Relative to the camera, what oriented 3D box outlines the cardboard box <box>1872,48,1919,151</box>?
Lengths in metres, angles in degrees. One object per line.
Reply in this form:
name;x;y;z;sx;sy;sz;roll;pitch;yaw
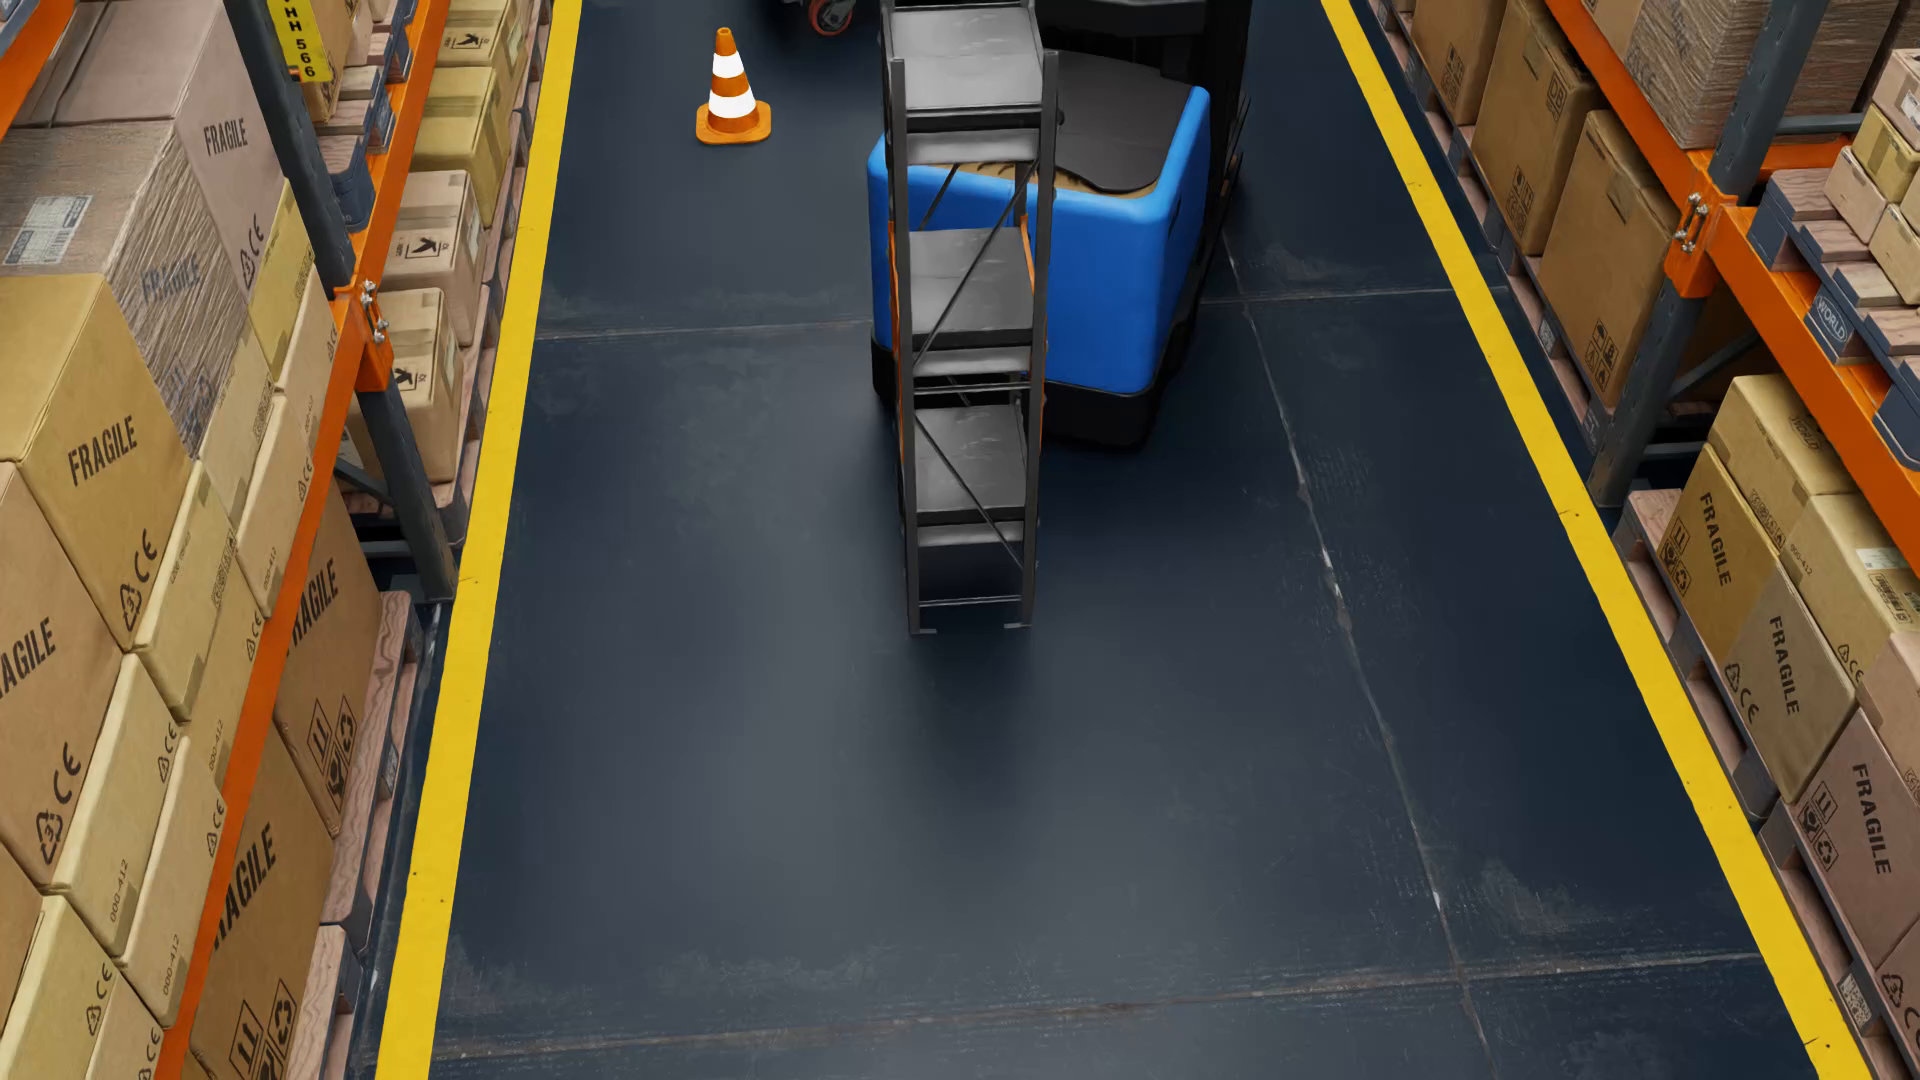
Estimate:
cardboard box;2.580;-1.126;4.224;0.380;0.149;0.250;-3;47;-3

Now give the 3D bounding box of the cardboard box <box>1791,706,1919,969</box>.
cardboard box;2.633;0.764;4.393;0.500;0.500;0.500;-5;47;-4

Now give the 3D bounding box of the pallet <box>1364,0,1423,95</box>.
pallet;2.539;-2.594;8.062;1.003;0.211;1.213;-3;47;-3

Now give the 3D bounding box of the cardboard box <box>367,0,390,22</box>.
cardboard box;-2.001;-1.751;5.226;0.380;0.149;0.250;-3;47;-3

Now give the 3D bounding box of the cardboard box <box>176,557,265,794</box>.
cardboard box;-1.804;0.297;3.506;0.500;0.250;0.500;-4;47;-4

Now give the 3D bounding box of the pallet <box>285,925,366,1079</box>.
pallet;-2.100;1.576;4.112;1.003;0.211;1.213;-3;47;-3

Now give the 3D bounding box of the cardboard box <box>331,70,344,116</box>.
cardboard box;-2.022;-1.350;4.846;0.380;0.149;0.250;-6;47;-6

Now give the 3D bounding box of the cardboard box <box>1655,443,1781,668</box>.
cardboard box;2.540;0.030;5.088;0.500;0.500;0.500;-5;47;-5

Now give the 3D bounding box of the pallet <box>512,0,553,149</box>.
pallet;-2.458;-2.211;7.698;1.003;0.211;1.213;-3;47;-3

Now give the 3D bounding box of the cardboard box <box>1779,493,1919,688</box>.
cardboard box;2.593;0.125;4.482;0.500;0.250;0.500;-4;47;-4

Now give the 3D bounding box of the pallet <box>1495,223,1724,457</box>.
pallet;2.744;-0.829;6.390;1.003;0.211;1.213;-3;47;-3

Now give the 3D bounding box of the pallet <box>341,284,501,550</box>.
pallet;-2.254;-0.445;6.026;1.003;0.211;1.213;-3;47;-3

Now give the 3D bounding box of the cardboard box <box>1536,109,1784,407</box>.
cardboard box;2.773;-1.030;5.919;1.050;0.750;0.750;-4;47;-4

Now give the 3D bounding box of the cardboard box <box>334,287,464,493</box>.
cardboard box;-2.227;-0.489;5.668;0.950;0.372;0.625;-6;47;-6

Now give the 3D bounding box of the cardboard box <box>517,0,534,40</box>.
cardboard box;-2.478;-2.594;7.662;0.950;0.372;0.625;-3;47;-3

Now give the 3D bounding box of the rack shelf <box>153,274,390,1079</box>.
rack shelf;-2.022;0.856;3.369;1.077;0.370;4.000;-3;47;-3

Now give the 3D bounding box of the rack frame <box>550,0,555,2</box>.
rack frame;-2.525;-3.733;7.219;1.000;3.000;0.127;-3;47;-3

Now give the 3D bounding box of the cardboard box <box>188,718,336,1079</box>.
cardboard box;-2.144;0.898;4.008;0.875;0.875;0.875;-3;47;-3

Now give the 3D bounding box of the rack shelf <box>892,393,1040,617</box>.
rack shelf;0.014;-0.112;5.392;0.431;0.518;0.480;-3;47;-3

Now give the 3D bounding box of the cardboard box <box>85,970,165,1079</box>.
cardboard box;-1.700;1.026;2.815;0.500;0.250;0.500;-4;47;-4

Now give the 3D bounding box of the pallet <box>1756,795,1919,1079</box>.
pallet;2.897;1.192;4.475;1.003;0.211;1.213;-3;47;-3

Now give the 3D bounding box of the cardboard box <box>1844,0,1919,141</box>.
cardboard box;2.966;-1.588;5.119;0.500;0.500;0.500;-3;47;-3

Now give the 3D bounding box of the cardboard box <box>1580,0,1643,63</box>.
cardboard box;2.389;-1.918;5.431;0.500;0.500;0.500;-3;47;-3

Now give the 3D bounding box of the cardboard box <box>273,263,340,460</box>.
cardboard box;-1.889;-0.437;4.201;0.500;0.250;0.500;-5;47;-5

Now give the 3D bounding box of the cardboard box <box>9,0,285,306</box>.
cardboard box;-1.886;-0.859;3.740;0.500;0.500;0.500;-5;47;-4

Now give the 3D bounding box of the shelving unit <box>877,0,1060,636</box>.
shelving unit;0.014;-0.602;4.874;0.431;2.100;0.503;-3;47;-3

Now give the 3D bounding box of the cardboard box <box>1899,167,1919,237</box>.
cardboard box;2.600;-0.815;4.135;0.380;0.149;0.250;-1;47;-1

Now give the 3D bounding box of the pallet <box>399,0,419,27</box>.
pallet;-2.396;-2.202;5.902;1.003;0.211;1.213;-3;47;-3

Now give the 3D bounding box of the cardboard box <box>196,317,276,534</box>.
cardboard box;-1.849;-0.253;3.683;0.500;0.250;0.500;-5;47;-4

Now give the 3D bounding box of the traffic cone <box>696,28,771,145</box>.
traffic cone;-1.026;-2.048;7.371;0.336;0.463;0.334;-3;47;-3

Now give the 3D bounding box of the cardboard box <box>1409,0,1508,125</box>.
cardboard box;2.618;-2.336;7.156;1.050;0.750;0.750;-3;47;-3

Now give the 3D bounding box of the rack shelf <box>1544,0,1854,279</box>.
rack shelf;2.567;-2.412;6.464;1.077;0.370;4.000;-3;47;-3

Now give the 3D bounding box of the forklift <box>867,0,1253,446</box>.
forklift;0.583;-2.438;6.041;1.130;2.935;3.031;12;48;11

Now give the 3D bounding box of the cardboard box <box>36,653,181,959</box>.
cardboard box;-1.742;0.491;2.978;0.500;0.250;0.500;-5;47;-4

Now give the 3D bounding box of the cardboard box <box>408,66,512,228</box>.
cardboard box;-2.355;-1.571;6.693;0.950;0.372;0.625;-2;47;-2

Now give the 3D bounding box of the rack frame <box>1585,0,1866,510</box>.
rack frame;2.734;-1.213;4.833;1.000;3.000;0.127;-3;47;-3

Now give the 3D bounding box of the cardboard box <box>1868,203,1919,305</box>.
cardboard box;2.593;-0.741;4.269;0.380;0.149;0.250;-1;47;-1

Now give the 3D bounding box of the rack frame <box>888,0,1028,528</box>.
rack frame;-0.007;-0.779;5.041;0.400;2.100;0.015;-3;47;-3

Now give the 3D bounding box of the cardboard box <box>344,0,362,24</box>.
cardboard box;-2.047;-1.836;4.860;0.500;0.500;0.500;-1;47;-1

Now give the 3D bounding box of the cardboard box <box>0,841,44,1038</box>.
cardboard box;-1.715;0.612;2.347;0.500;0.500;0.500;-5;47;-4

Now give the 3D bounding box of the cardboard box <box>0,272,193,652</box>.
cardboard box;-1.800;-0.128;3.048;0.500;0.500;0.500;-3;47;-3
